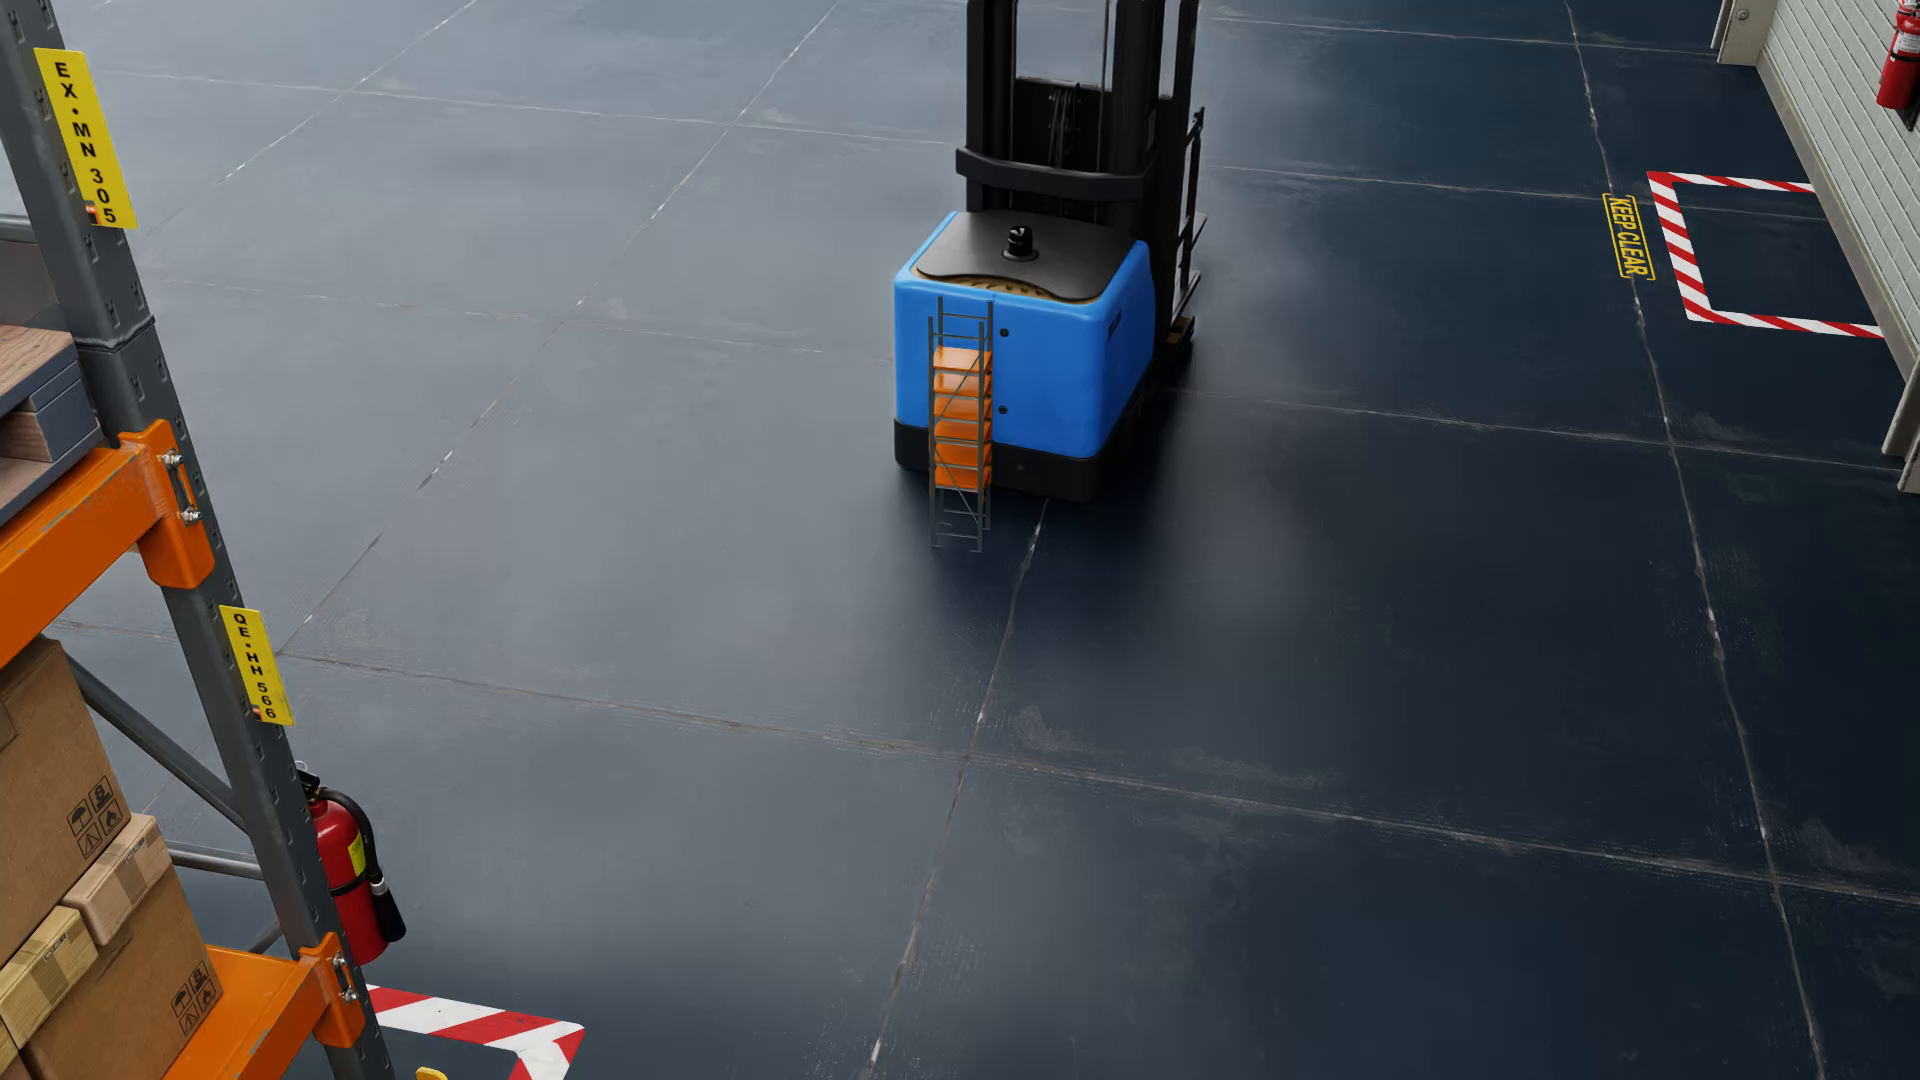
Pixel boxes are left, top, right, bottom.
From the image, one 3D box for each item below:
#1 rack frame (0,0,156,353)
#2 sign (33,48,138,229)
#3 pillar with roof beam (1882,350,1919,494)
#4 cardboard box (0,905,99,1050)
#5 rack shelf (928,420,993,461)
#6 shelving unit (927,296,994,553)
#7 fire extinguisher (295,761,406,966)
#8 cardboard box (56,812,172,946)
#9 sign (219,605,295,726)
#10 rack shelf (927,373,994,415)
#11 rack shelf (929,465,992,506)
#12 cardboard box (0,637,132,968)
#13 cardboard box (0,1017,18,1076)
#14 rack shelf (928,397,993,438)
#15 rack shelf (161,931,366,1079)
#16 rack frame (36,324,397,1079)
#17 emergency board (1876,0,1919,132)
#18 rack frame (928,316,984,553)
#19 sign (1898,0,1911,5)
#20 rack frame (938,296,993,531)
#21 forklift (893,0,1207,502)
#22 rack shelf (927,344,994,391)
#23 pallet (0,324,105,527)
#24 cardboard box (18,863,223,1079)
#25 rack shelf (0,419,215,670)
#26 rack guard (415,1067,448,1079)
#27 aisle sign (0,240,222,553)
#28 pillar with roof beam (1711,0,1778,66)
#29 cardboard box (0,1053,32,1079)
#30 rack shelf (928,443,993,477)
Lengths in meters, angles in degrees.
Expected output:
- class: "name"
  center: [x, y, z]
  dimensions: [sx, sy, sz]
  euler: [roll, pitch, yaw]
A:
- class: "rack frame"
  center: [-2.060, -1.664, 2.377]
  dimensions: [1.000, 3.000, 0.127]
  euler: [7, 37, 10]
- class: "sign"
  center: [-1.533, -0.700, 2.916]
  dimensions: [0.100, 0.325, 0.005]
  euler: [7, 37, 10]
- class: "pillar with roof beam"
  center: [0.552, -4.515, 6.311]
  dimensions: [9.100, 9.000, 0.400]
  euler: [7, 37, 10]
- class: "cardboard box"
  center: [-2.010, 0.855, 3.376]
  dimensions: [0.380, 0.149, 0.250]
  euler: [8, 37, 11]
- class: "rack shelf"
  center: [0.003, -0.458, 7.435]
  dimensions: [0.258, 0.103, 0.180]
  euler: [7, 37, 10]
- class: "shelving unit"
  center: [0.003, -0.494, 7.409]
  dimensions: [0.258, 1.200, 0.189]
  euler: [7, 37, 10]
- class: "fire extinguisher"
  center: [-1.581, 0.787, 4.174]
  dimensions: [0.296, 0.674, 0.183]
  euler: [7, 37, 10]
- class: "cardboard box"
  center: [-1.956, 0.705, 3.583]
  dimensions: [0.380, 0.149, 0.250]
  euler: [7, 36, 9]
- class: "sign"
  center: [-1.533, 0.277, 3.624]
  dimensions: [0.100, 0.325, 0.005]
  euler: [7, 37, 10]
- class: "rack shelf"
  center: [0.003, -0.652, 7.295]
  dimensions: [0.258, 0.103, 0.180]
  euler: [7, 37, 10]
- class: "rack shelf"
  center: [0.003, -0.264, 7.576]
  dimensions: [0.258, 0.103, 0.180]
  euler: [7, 37, 10]
- class: "cardboard box"
  center: [-2.184, 0.496, 3.319]
  dimensions: [0.700, 0.500, 0.500]
  euler: [7, 37, 10]
- class: "cardboard box"
  center: [-2.065, 1.002, 3.173]
  dimensions: [0.380, 0.149, 0.250]
  euler: [7, 36, 9]
- class: "rack shelf"
  center: [0.003, -0.555, 7.365]
  dimensions: [0.258, 0.103, 0.180]
  euler: [7, 37, 10]
- class: "rack shelf"
  center: [-2.487, 2.203, 2.767]
  dimensions: [1.077, 0.370, 4.000]
  euler: [7, 37, 10]
- class: "rack frame"
  center: [-2.060, 0.765, 4.138]
  dimensions: [1.000, 3.000, 0.127]
  euler: [7, 37, 10]
- class: "emergency board"
  center: [5.322, -2.958, 9.275]
  dimensions: [0.194, 1.169, 0.643]
  euler: [7, 37, 10]
- class: "rack frame"
  center: [-0.016, -0.442, 7.337]
  dimensions: [0.240, 1.200, 0.006]
  euler: [7, 37, 10]
- class: "sign"
  center: [5.541, -3.276, 9.684]
  dimensions: [0.001, 0.329, 0.234]
  euler: [7, 37, 10]
- class: "rack frame"
  center: [0.023, -0.547, 7.482]
  dimensions: [0.240, 1.200, 0.006]
  euler: [7, 37, 10]
- class: "forklift"
  center: [0.663, -2.230, 8.329]
  dimensions: [1.130, 2.935, 3.031]
  euler: [12, 38, 16]
- class: "rack shelf"
  center: [0.003, -0.750, 7.224]
  dimensions: [0.258, 0.103, 0.180]
  euler: [7, 37, 10]
- class: "pallet"
  center: [-2.236, -0.011, 2.729]
  dimensions: [1.003, 0.211, 1.213]
  euler: [7, 37, 10]
- class: "cardboard box"
  center: [-2.172, 0.991, 3.741]
  dimensions: [0.700, 0.500, 0.500]
  euler: [7, 37, 10]
- class: "rack shelf"
  center: [-2.487, 0.989, 1.887]
  dimensions: [1.077, 0.370, 4.000]
  euler: [7, 37, 10]
- class: "rack guard"
  center: [-2.055, 1.764, 4.890]
  dimensions: [1.175, 0.500, 0.348]
  euler: [7, 37, 10]
- class: "aisle sign"
  center: [-1.759, -0.288, 3.376]
  dimensions: [0.394, 0.787, 0.004]
  euler: [7, 37, 10]
- class: "pillar with roof beam"
  center: [1.833, -7.954, 11.057]
  dimensions: [9.100, 9.000, 0.400]
  euler: [7, 37, 10]
- class: "cardboard box"
  center: [-2.280, 1.293, 3.325]
  dimensions: [0.700, 0.500, 0.500]
  euler: [8, 37, 11]
- class: "rack shelf"
  center: [0.003, -0.361, 7.506]
  dimensions: [0.258, 0.103, 0.180]
  euler: [7, 37, 10]
